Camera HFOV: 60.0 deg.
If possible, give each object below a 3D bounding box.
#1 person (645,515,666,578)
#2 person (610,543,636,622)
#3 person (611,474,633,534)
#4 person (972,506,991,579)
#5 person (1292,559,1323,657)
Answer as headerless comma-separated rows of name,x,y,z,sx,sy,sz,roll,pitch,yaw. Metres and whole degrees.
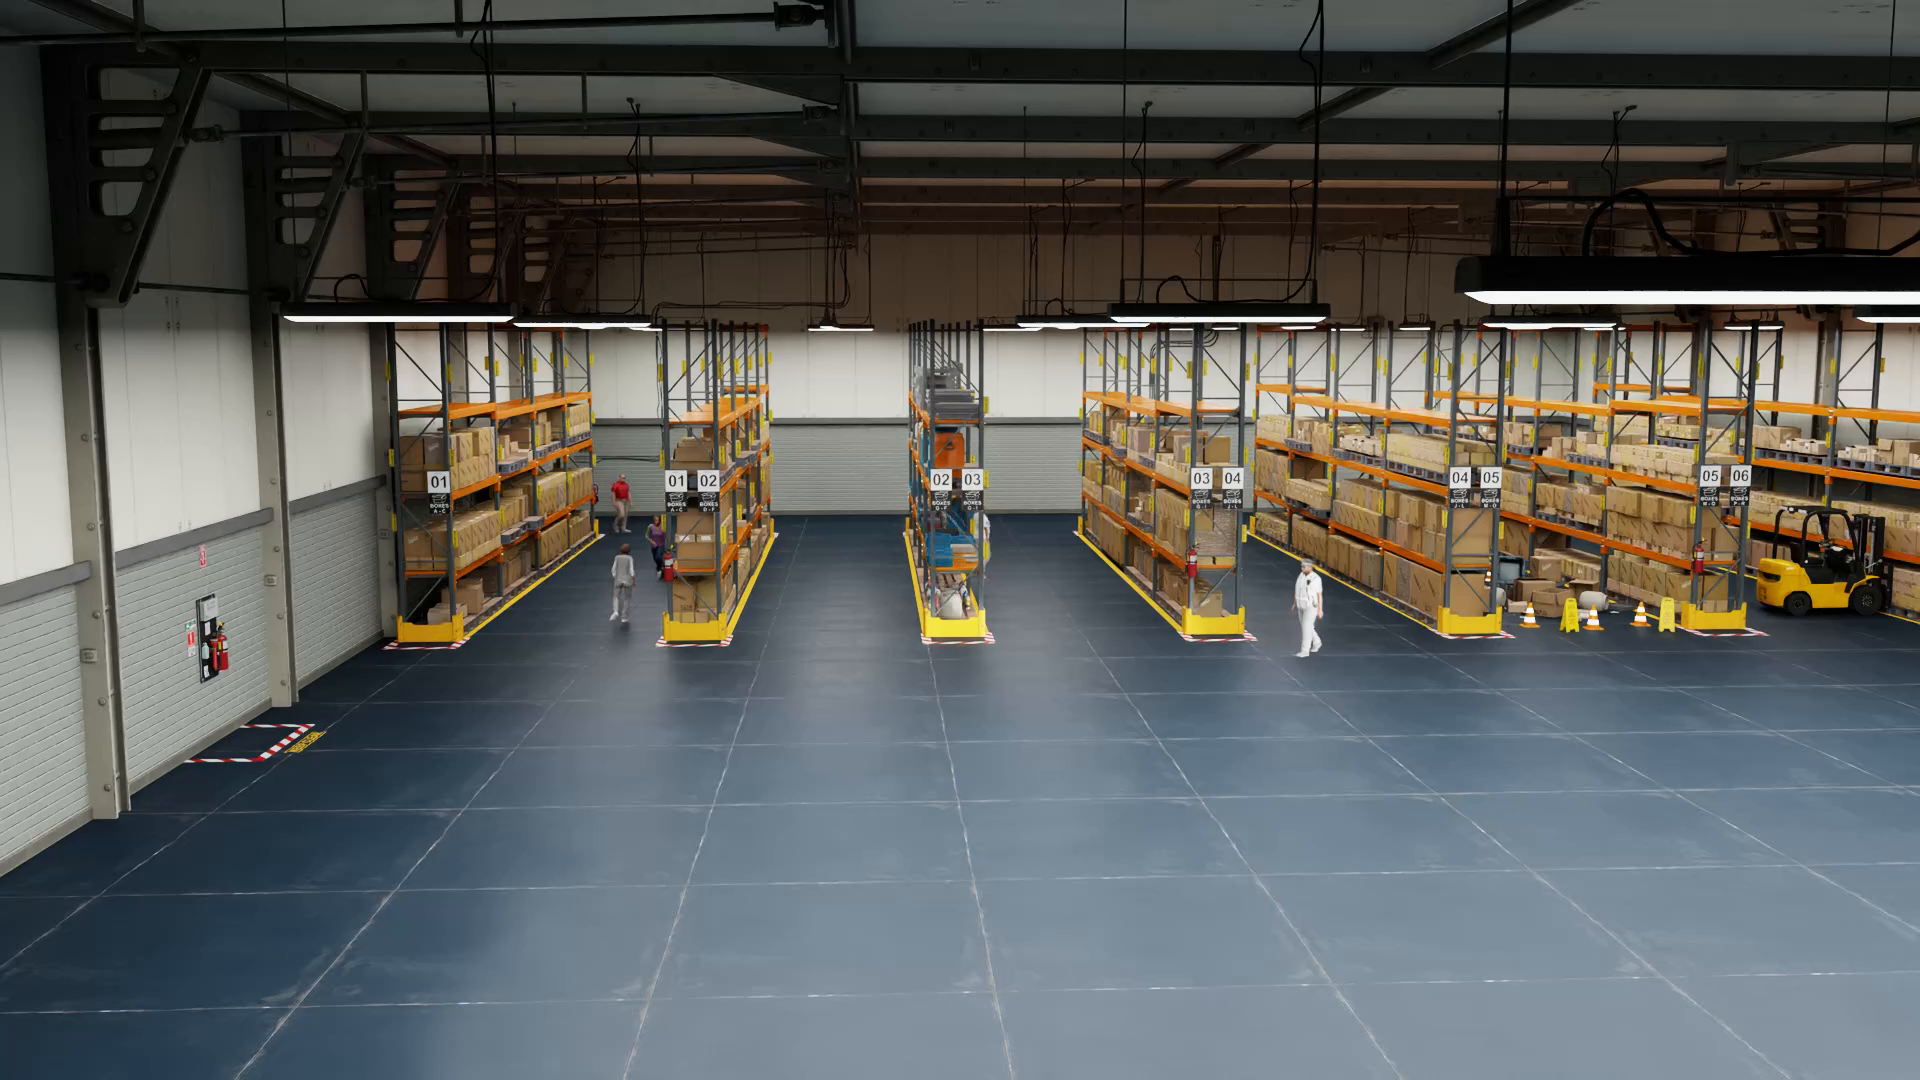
person,-7.079,0.145,38.985,0.485,1.510,0.779,1,7,6
person,-6.712,0.871,33.062,0.474,1.574,0.607,0,7,0
person,-9.732,-1.041,47.820,0.471,1.742,0.587,5,9,35
person,0.436,0.015,37.227,0.507,1.700,0.450,7,10,43
person,6.242,1.183,29.754,0.829,1.735,0.531,-4,8,-28
